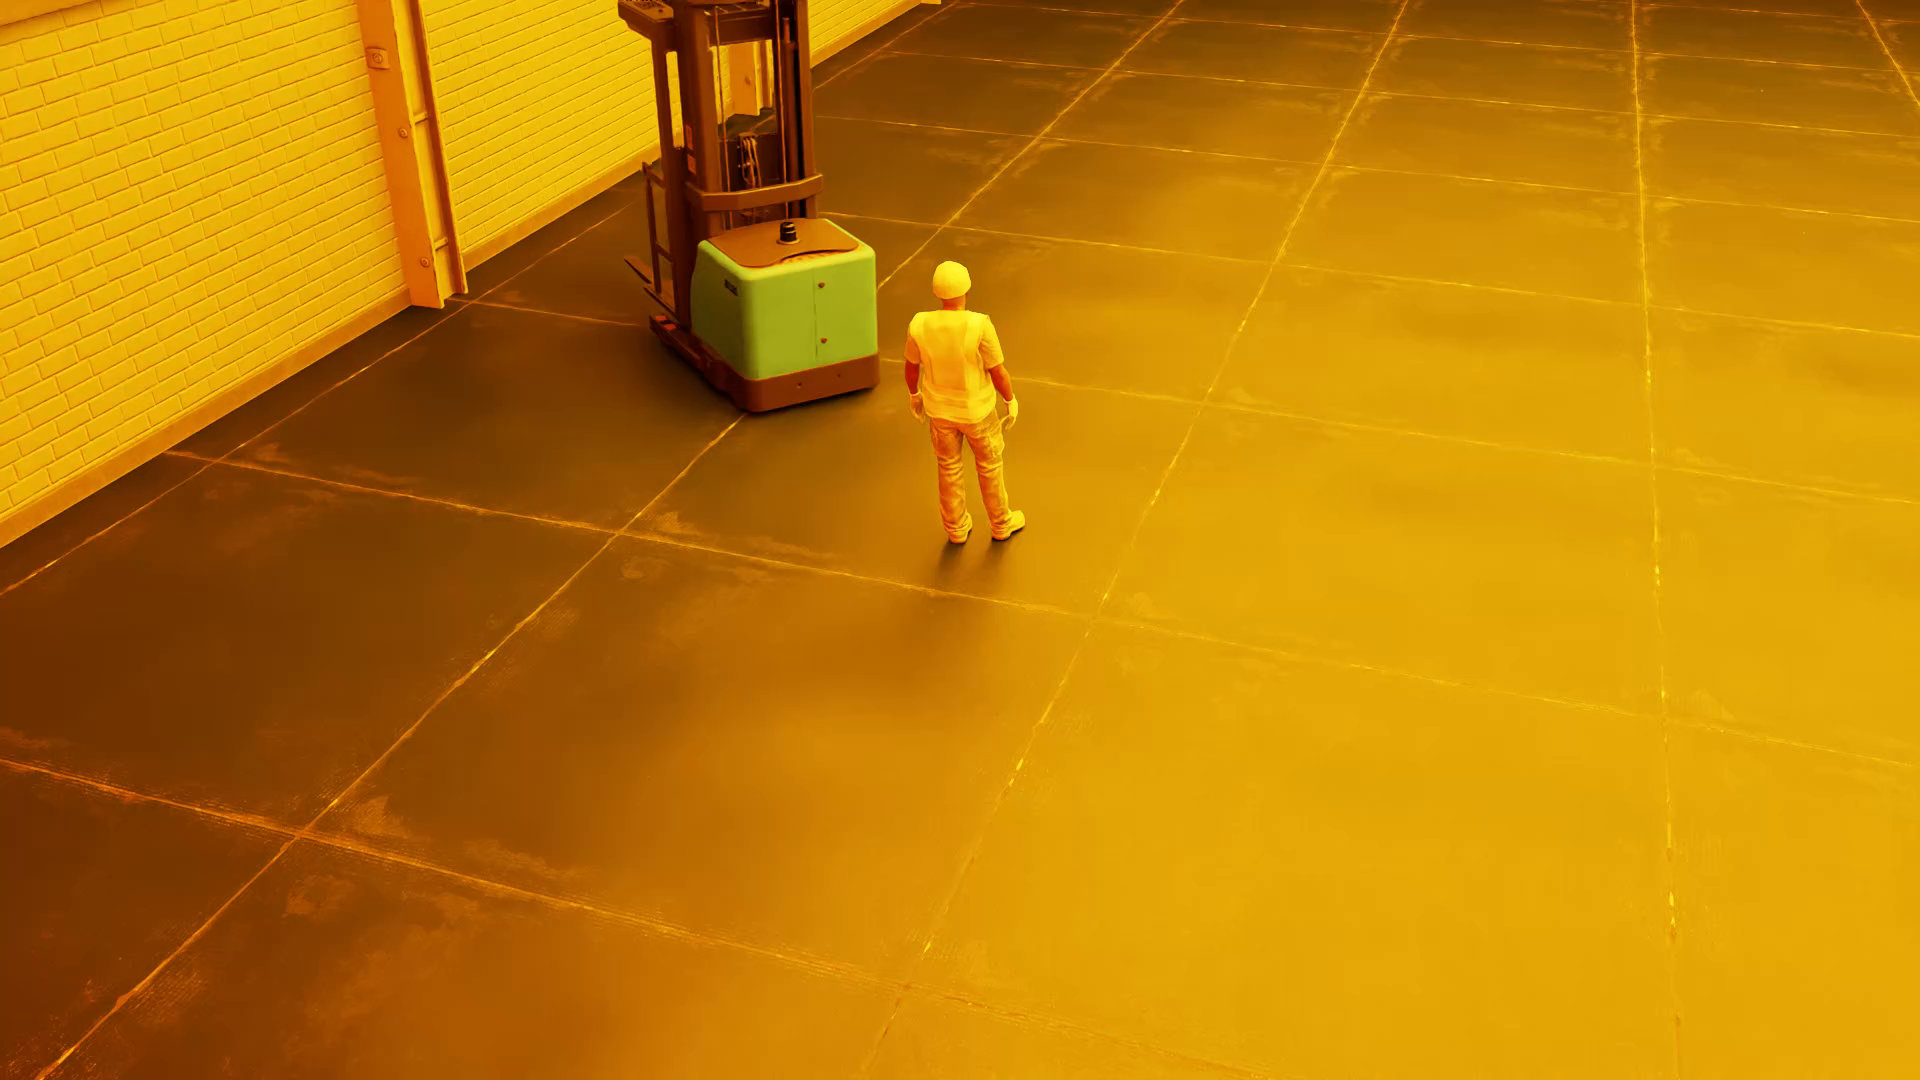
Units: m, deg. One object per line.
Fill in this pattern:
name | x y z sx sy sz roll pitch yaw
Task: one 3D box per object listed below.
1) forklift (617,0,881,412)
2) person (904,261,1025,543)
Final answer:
forklift | -1.738 -2.857 12.148 1.130 2.935 3.031 -16 33 -25
person | 0.031 -0.813 9.709 0.656 1.784 0.575 10 31 16
